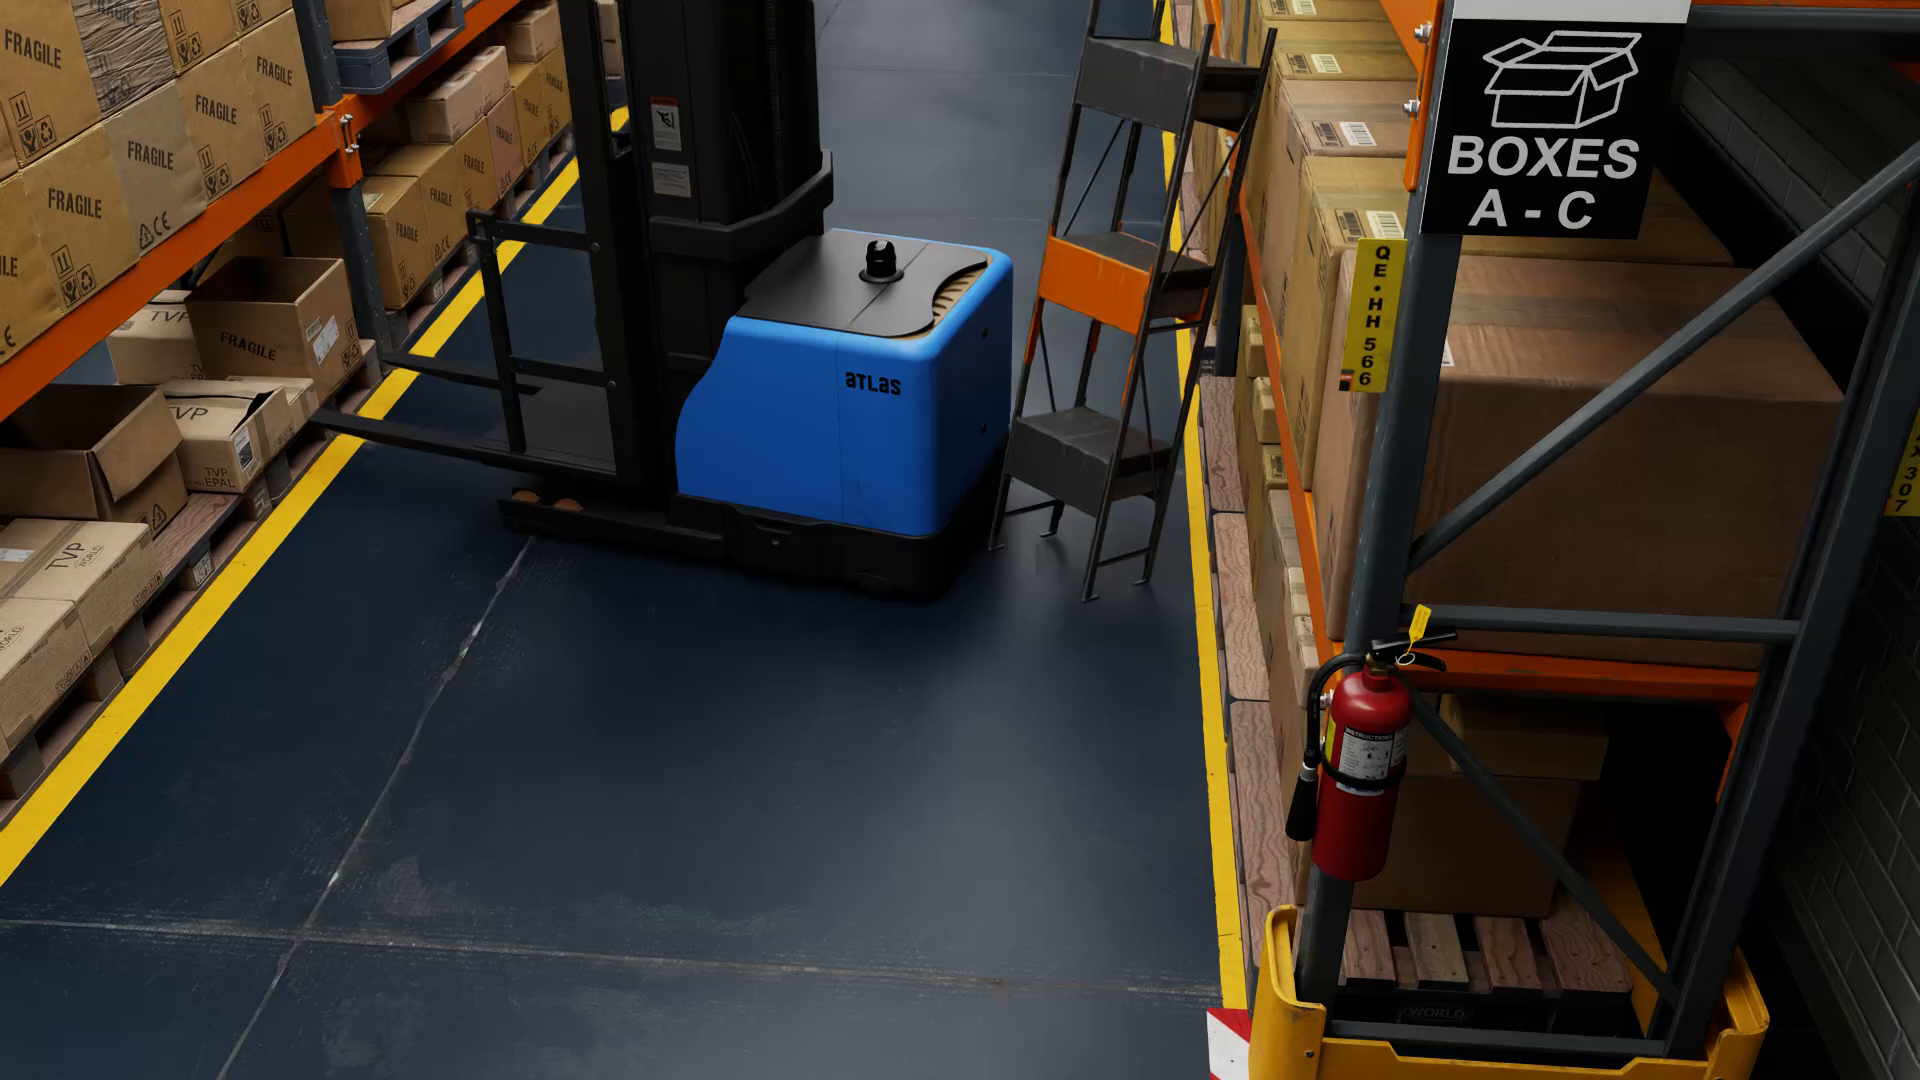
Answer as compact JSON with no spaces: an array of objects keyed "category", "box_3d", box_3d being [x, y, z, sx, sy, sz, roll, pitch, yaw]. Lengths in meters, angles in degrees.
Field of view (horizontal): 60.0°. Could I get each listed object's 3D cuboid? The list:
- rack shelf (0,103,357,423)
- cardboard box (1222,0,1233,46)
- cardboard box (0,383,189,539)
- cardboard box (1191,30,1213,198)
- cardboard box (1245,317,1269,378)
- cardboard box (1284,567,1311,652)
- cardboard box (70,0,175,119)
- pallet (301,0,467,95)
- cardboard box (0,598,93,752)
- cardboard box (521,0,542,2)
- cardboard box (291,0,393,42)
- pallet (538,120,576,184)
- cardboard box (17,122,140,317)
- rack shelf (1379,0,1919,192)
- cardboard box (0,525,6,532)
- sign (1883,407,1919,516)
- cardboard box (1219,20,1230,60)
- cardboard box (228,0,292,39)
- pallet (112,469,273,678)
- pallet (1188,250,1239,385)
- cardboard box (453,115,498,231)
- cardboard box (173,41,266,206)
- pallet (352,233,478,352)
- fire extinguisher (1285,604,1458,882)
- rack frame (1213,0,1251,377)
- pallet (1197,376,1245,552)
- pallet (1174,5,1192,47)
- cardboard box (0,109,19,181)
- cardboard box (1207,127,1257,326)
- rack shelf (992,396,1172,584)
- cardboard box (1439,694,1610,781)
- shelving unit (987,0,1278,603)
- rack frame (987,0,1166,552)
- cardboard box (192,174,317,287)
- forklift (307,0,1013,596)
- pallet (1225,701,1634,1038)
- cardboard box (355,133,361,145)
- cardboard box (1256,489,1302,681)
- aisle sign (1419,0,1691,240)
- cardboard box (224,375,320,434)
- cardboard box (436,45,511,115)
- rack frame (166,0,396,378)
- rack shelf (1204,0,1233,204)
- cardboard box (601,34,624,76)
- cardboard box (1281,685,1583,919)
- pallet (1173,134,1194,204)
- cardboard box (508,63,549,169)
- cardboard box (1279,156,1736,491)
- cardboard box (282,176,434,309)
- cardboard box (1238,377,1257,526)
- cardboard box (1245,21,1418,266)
[{"category":"rack shelf","box_3d":[-3.420,-0.763,5.815,1.077,0.370,4.000,2,32,4]},{"category":"cardboard box","box_3d":[1.498,-2.603,7.716,0.500,0.500,0.500,3,32,4]},{"category":"cardboard box","box_3d":[-3.405,-0.257,6.268,0.797,0.503,0.637,2,32,4]},{"category":"cardboard box","box_3d":[1.737,-2.424,9.473,0.750,0.750,0.750,2,32,4]},{"category":"cardboard box","box_3d":[1.307,-0.738,6.453,0.380,0.149,0.250,3,32,6]},{"category":"cardboard box","box_3d":[1.160,0.216,4.904,0.380,0.149,0.250,3,32,5]},{"category":"cardboard box","box_3d":[-3.121,-1.776,5.725,0.500,0.500,0.500,3,32,4]},{"category":"pallet","box_3d":[-3.084,-2.447,8.044,1.003,0.211,1.213,2,32,4]},{"category":"cardboard box","box_3d":[-3.216,0.426,5.401,0.500,0.250,0.500,2,32,4]},{"category":"cardboard box","box_3d":[-3.135,-3.738,11.643,0.500,0.311,0.500,3,32,5]},{"category":"cardboard box","box_3d":[-2.996,-2.575,7.573,0.700,0.500,0.500,-8,33,-13]},{"category":"pallet","box_3d":[-3.030,-2.631,10.818,1.003,0.211,1.213,2,32,4]},{"category":"cardboard box","box_3d":[-3.162,-1.081,5.549,0.500,0.500,0.500,3,32,5]},{"category":"rack shelf","box_3d":[1.517,-1.831,4.688,1.077,0.370,4.000,2,32,4]},{"category":"cardboard box","box_3d":[-3.677,0.169,5.818,0.500,0.250,0.500,2,32,4]},{"category":"sign","box_3d":[1.907,-0.189,3.298,0.100,0.325,0.005,2,32,4]},{"category":"cardboard box","box_3d":[1.451,-2.403,8.011,0.380,0.149,0.250,2,32,4]},{"category":"cardboard box","box_3d":[-3.041,-2.308,6.588,0.500,0.500,0.500,3,32,4]},{"category":"pallet","box_3d":[-3.411,0.071,6.434,1.003,0.211,1.213,2,32,4]},{"category":"pallet","box_3d":[1.668,-1.125,8.375,1.003,0.211,1.213,2,32,4]},{"category":"cardboard box","box_3d":[-2.895,-2.021,9.134,0.500,0.500,0.500,3,32,5]},{"category":"cardboard box","box_3d":[-3.083,-1.616,6.418,0.500,0.500,0.500,3,32,5]},{"category":"pallet","box_3d":[-3.229,-1.355,8.748,1.003,0.211,1.213,2,32,4]},{"category":"fire extinguisher","box_3d":[0.882,0.437,3.611,0.296,0.674,0.183,2,32,4]},{"category":"rack frame","box_3d":[1.680,-1.906,6.983,1.000,3.000,0.127,2,32,4]},{"category":"pallet","box_3d":[1.540,-0.324,7.075,1.003,0.211,1.213,2,32,4]},{"category":"pallet","box_3d":[2.173,-3.855,12.804,1.003,0.211,1.213,2,32,4]},{"category":"cardboard box","box_3d":[-3.204,-1.248,4.867,0.500,0.500,0.500,3,32,5]},{"category":"cardboard box","box_3d":[1.603,-1.515,7.997,0.750,0.750,0.750,3,32,5]},{"category":"rack shelf","box_3d":[0.476,-0.202,6.347,0.480,0.518,0.431,29,29,36]},{"category":"cardboard box","box_3d":[1.501,0.499,4.445,0.380,0.149,0.250,3,32,4]},{"category":"shelving unit","box_3d":[0.593,-0.847,6.066,0.503,2.100,0.431,29,29,36]},{"category":"rack frame","box_3d":[0.420,-0.941,6.210,0.015,2.100,0.400,29,29,36]},{"category":"cardboard box","box_3d":[-3.503,-1.509,8.302,0.500,0.500,0.500,2,32,4]},{"category":"forklift","box_3d":[-1.349,-1.496,6.384,3.031,2.935,1.130,10,33,16]},{"category":"pallet","box_3d":[1.341,0.952,5.005,1.003,0.211,1.213,2,32,4]},{"category":"cardboard box","box_3d":[-3.413,-2.029,9.147,0.500,0.500,0.500,3,32,5]},{"category":"cardboard box","box_3d":[1.393,0.176,5.587,0.700,0.500,0.500,1,32,2]},{"category":"aisle sign","box_3d":[1.049,-0.896,2.867,0.394,0.787,0.004,2,32,4]},{"category":"cardboard box","box_3d":[-2.992,-0.580,7.130,0.380,0.149,0.250,2,32,4]},{"category":"cardboard box","box_3d":[-2.854,-2.585,9.335,0.500,0.250,0.500,2,32,3]},{"category":"rack frame","box_3d":[-3.258,-2.115,7.323,1.000,3.000,0.127,2,32,4]},{"category":"rack shelf","box_3d":[1.843,-2.645,8.869,1.077,0.370,4.000,2,32,4]},{"category":"cardboard box","box_3d":[-2.597,-3.476,11.752,0.500,0.250,0.500,2,32,4]},{"category":"cardboard box","box_3d":[1.312,0.701,4.736,0.700,0.500,0.500,2,32,4]},{"category":"pallet","box_3d":[1.866,-2.401,10.445,1.003,0.211,1.213,2,32,4]},{"category":"cardboard box","box_3d":[-2.817,-2.560,10.009,0.500,0.500,0.500,1,32,2]},{"category":"cardboard box","box_3d":[1.434,-0.590,4.562,0.980,0.700,0.700,2,32,4]},{"category":"cardboard box","box_3d":[-2.975,-1.481,8.257,0.500,0.500,0.500,1,32,2]},{"category":"cardboard box","box_3d":[1.473,-0.371,6.475,0.700,0.500,0.500,2,32,3]},{"category":"cardboard box","box_3d":[1.555,-1.369,5.826,0.980,0.700,0.700,2,32,3]}]
